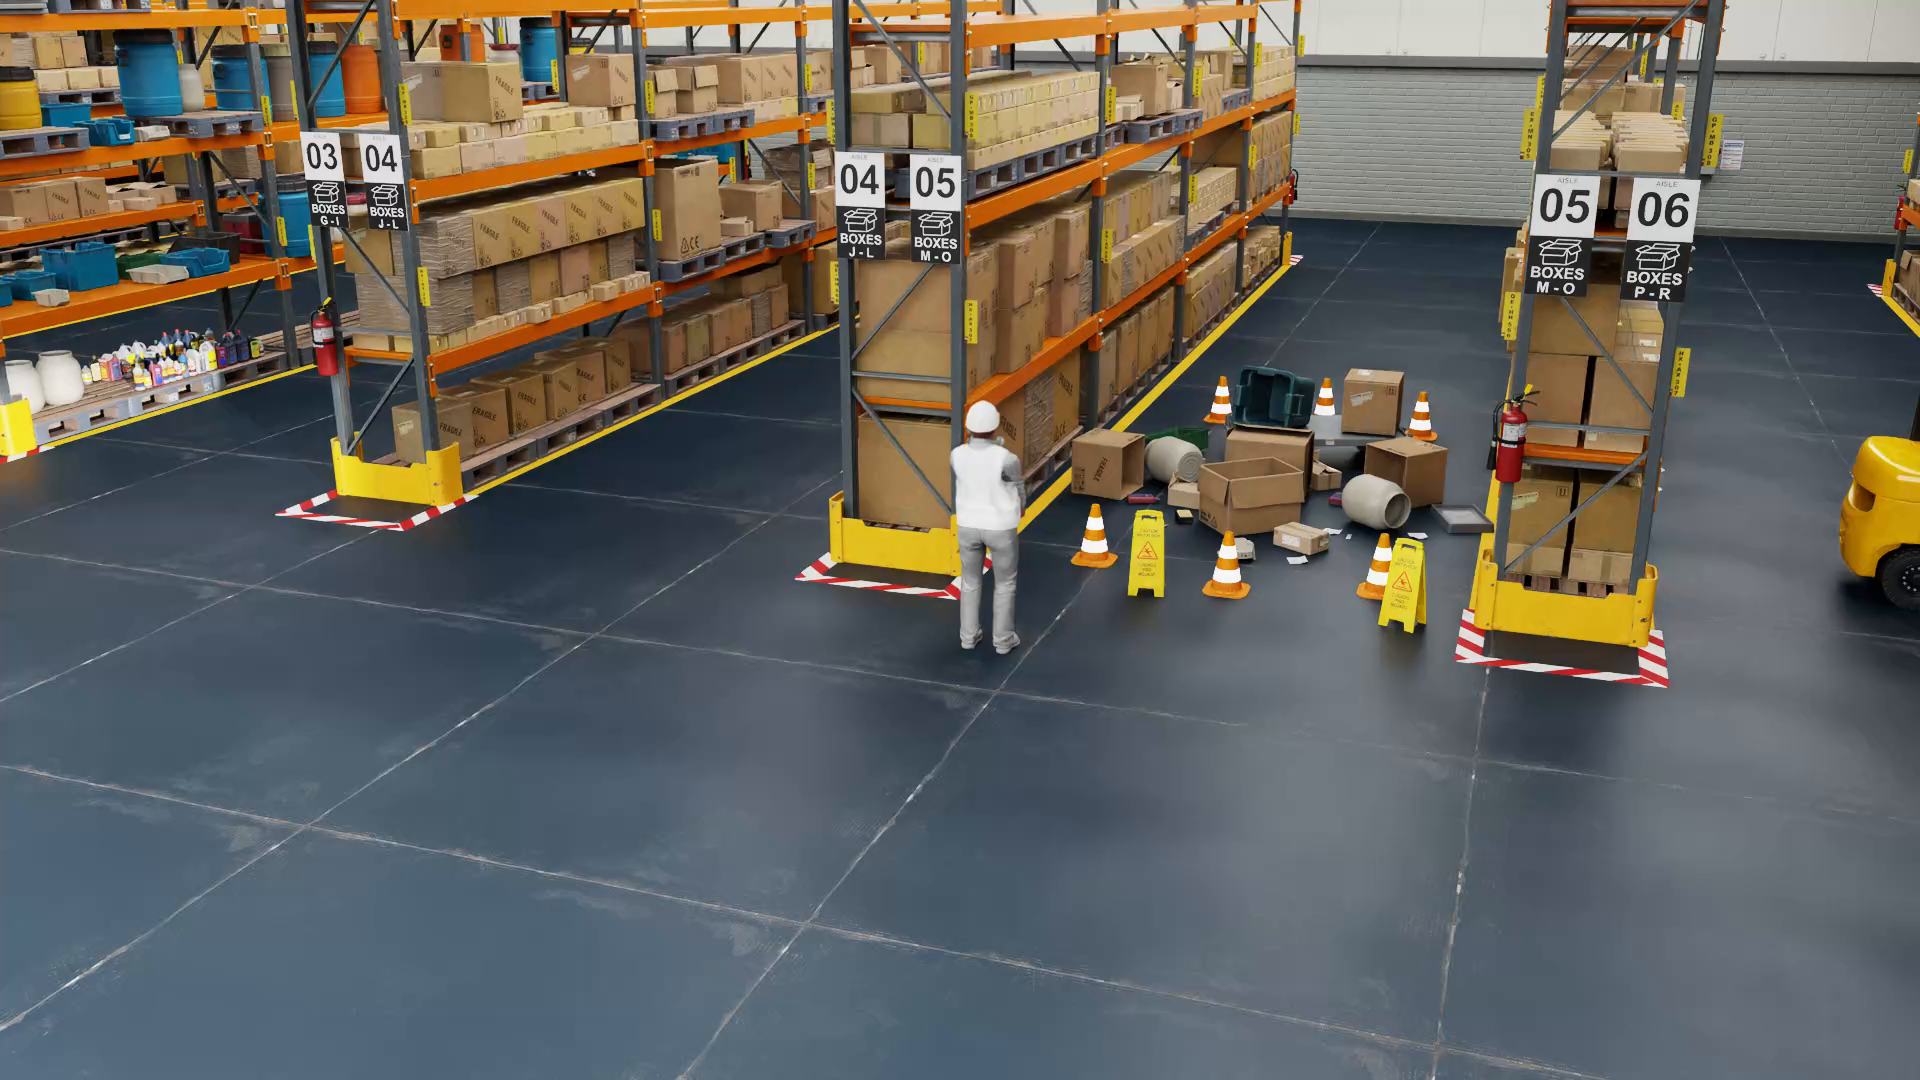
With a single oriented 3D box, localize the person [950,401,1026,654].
[{"bbox_3d":[0.206,-0.124,11.401,0.494,1.764,0.547,7,20,19],"label":"person"}]
